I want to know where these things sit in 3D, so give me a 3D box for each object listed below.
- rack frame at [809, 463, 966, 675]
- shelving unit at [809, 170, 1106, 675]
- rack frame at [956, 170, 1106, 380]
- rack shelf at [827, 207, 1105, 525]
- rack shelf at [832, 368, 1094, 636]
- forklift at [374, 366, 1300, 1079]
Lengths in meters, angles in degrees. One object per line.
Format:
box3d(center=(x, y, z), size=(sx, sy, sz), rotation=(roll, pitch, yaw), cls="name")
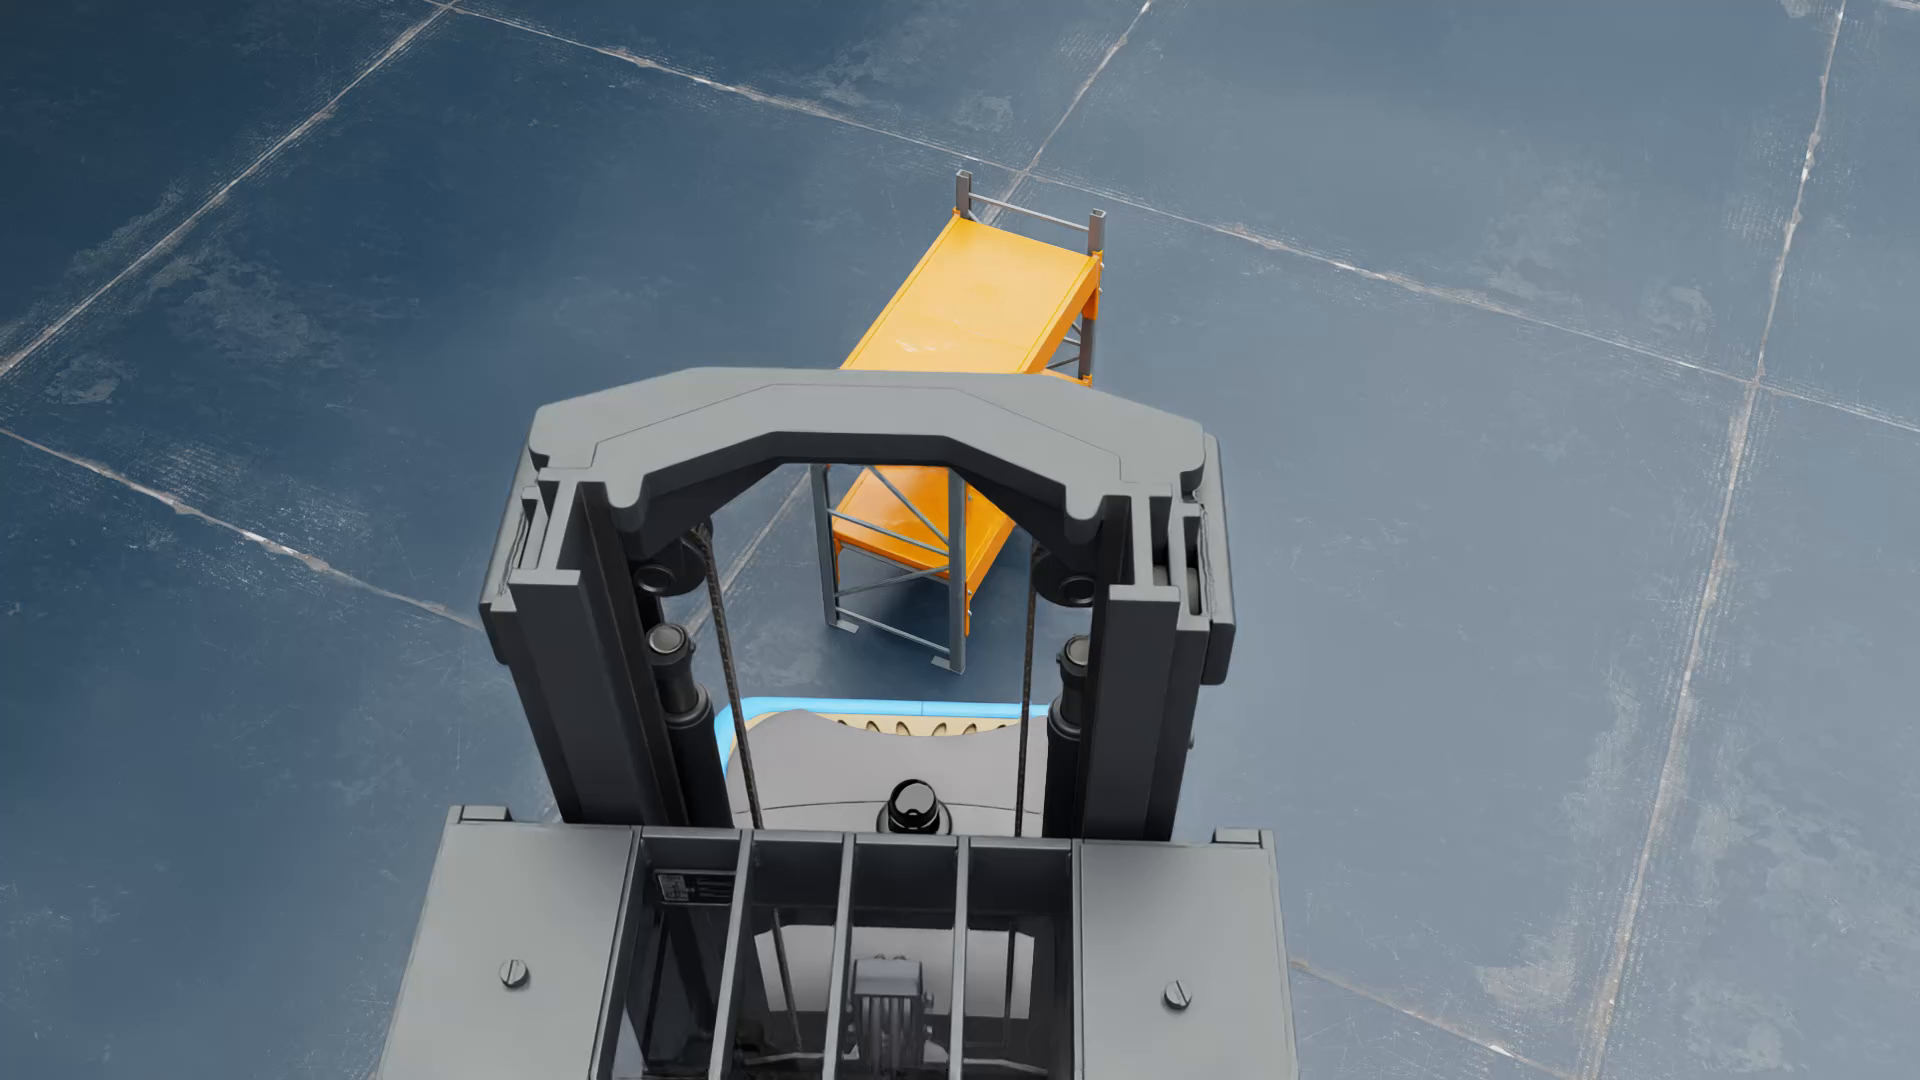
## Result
box3d(center=(-0.214, -0.019, 5.028), size=(0.500, 1.125, 0.032), rotation=(20, 52, 16), cls="rack frame")
box3d(center=(0.003, -0.369, 5.326), size=(0.538, 1.125, 1.048), rotation=(20, 52, 16), cls="shelving unit")
box3d(center=(0.220, -0.719, 5.623), size=(0.500, 1.125, 0.032), rotation=(20, 52, 16), cls="rack frame")
box3d(center=(0.003, -0.559, 5.103), size=(0.538, 0.278, 1.000), rotation=(20, 52, 16), cls="rack shelf")
box3d(center=(0.003, -0.211, 5.512), size=(0.538, 0.278, 1.000), rotation=(20, 52, 16), cls="rack shelf")
box3d(center=(-0.142, 1.260, 2.753), size=(1.130, 2.935, 3.031), rotation=(2, 50, 1), cls="forklift")
